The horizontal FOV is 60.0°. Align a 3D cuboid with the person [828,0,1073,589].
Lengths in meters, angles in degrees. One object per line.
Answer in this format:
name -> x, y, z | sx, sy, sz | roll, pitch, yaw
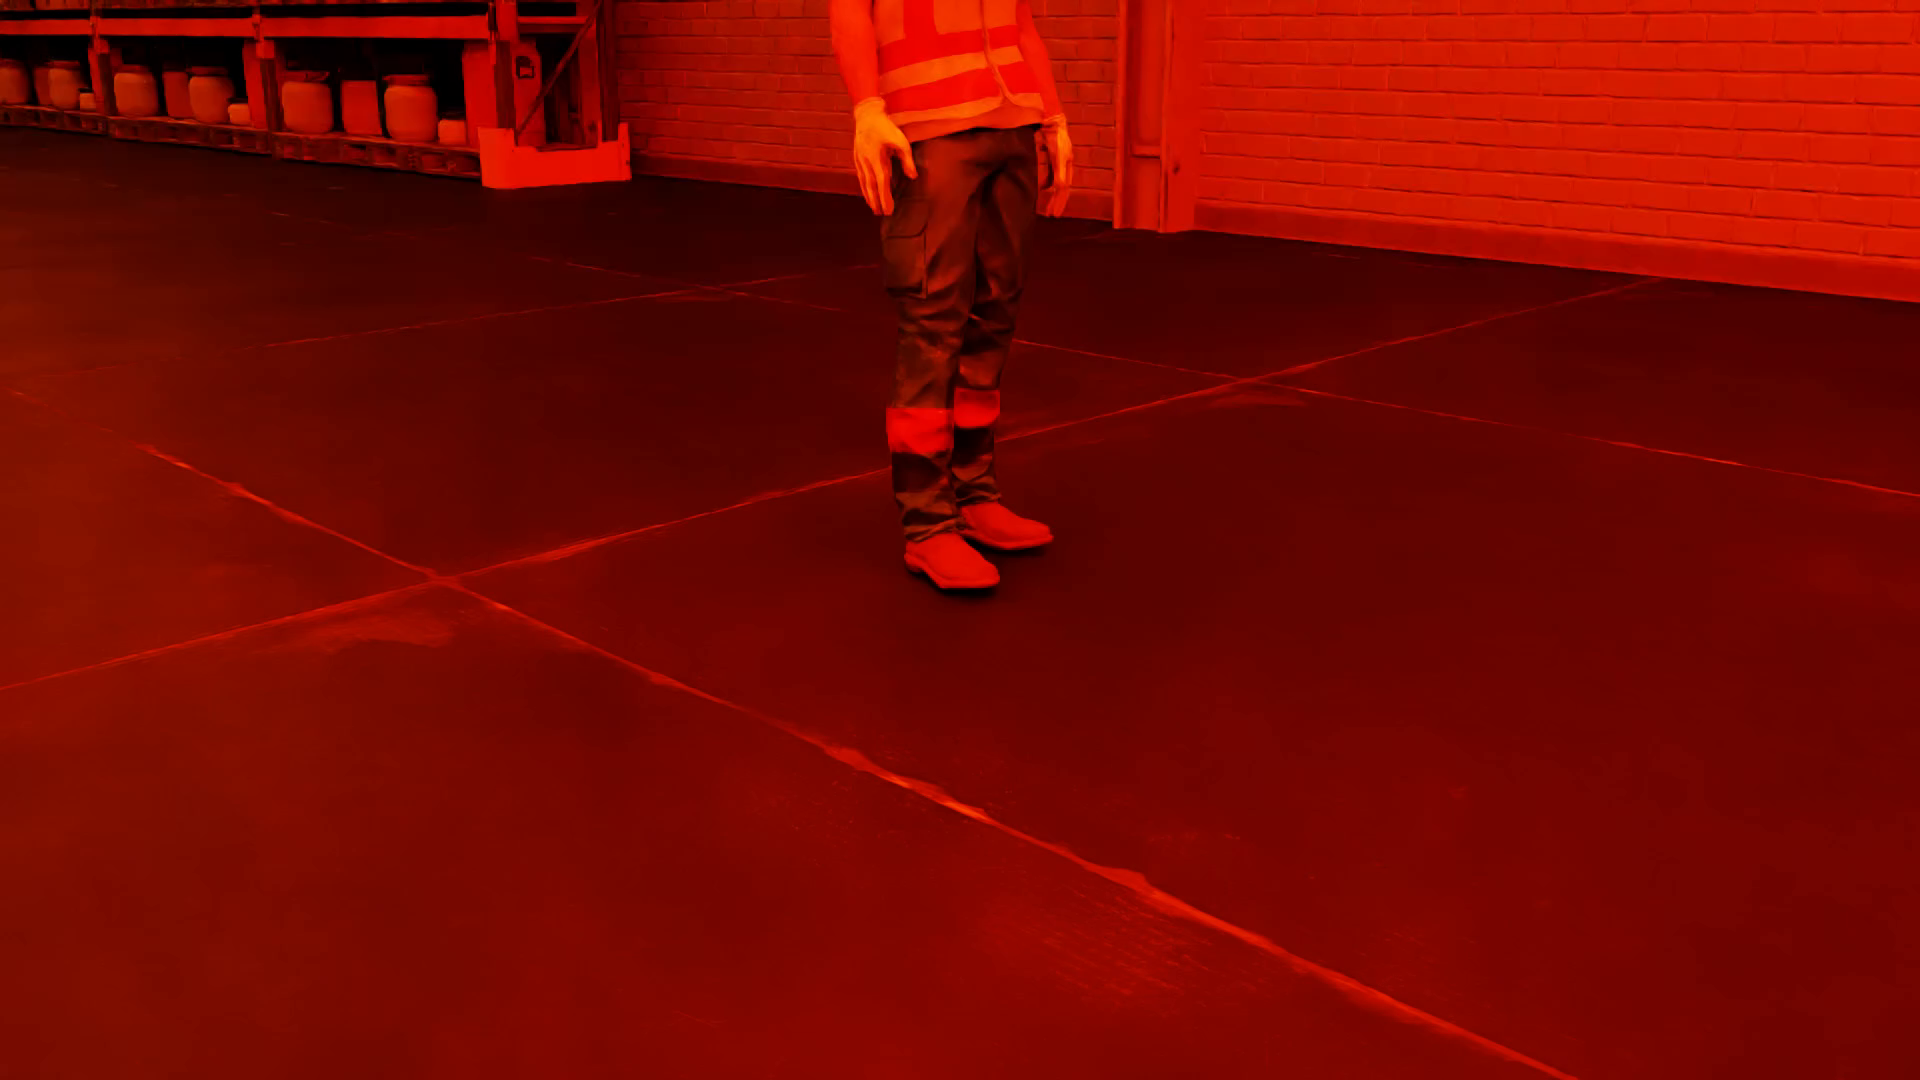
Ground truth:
person -> 0.048, -0.843, 3.567 | 0.564, 1.787, 0.637 | 16, 23, 42
